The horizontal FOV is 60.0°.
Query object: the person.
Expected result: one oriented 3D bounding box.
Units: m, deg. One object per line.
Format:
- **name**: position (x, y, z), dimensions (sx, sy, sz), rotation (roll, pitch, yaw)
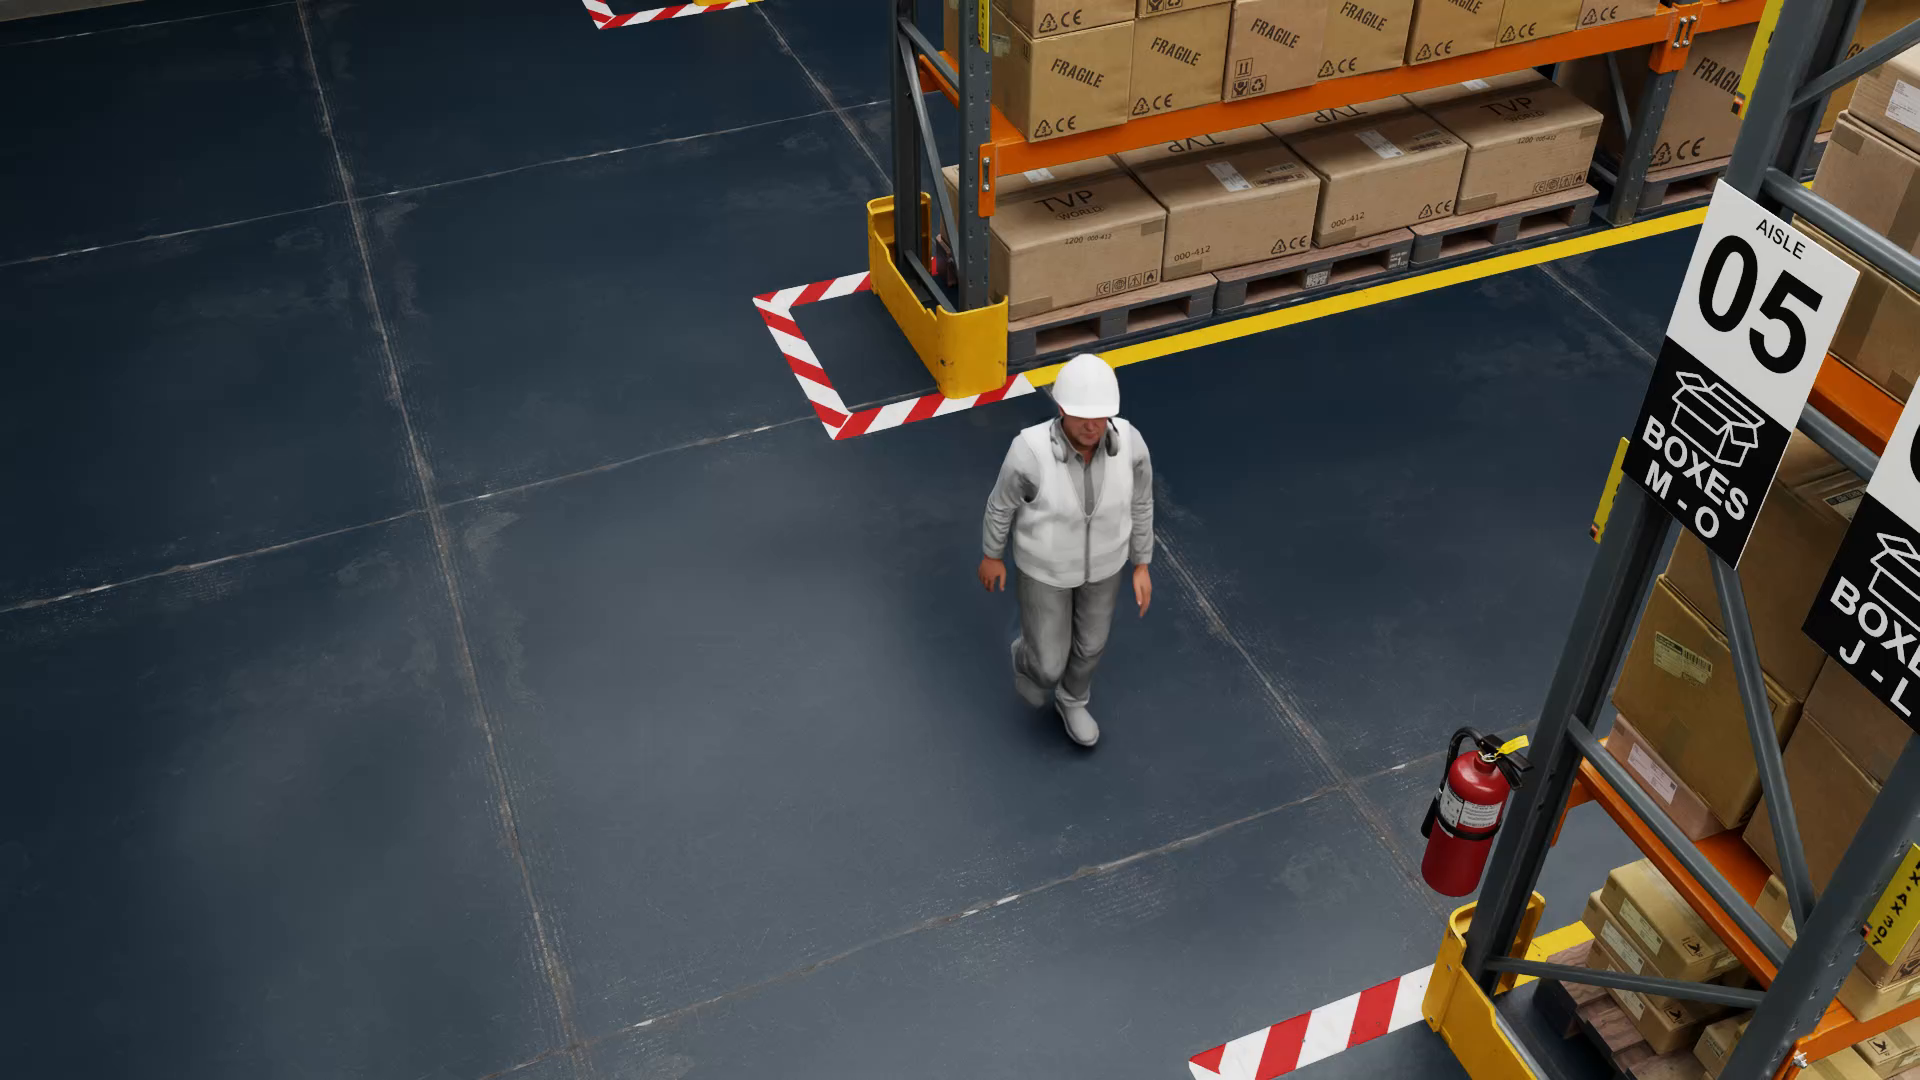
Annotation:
- **person**: position (0.384, 0.062, 6.043), dimensions (0.604, 1.759, 0.512), rotation (-11, 43, -12)
